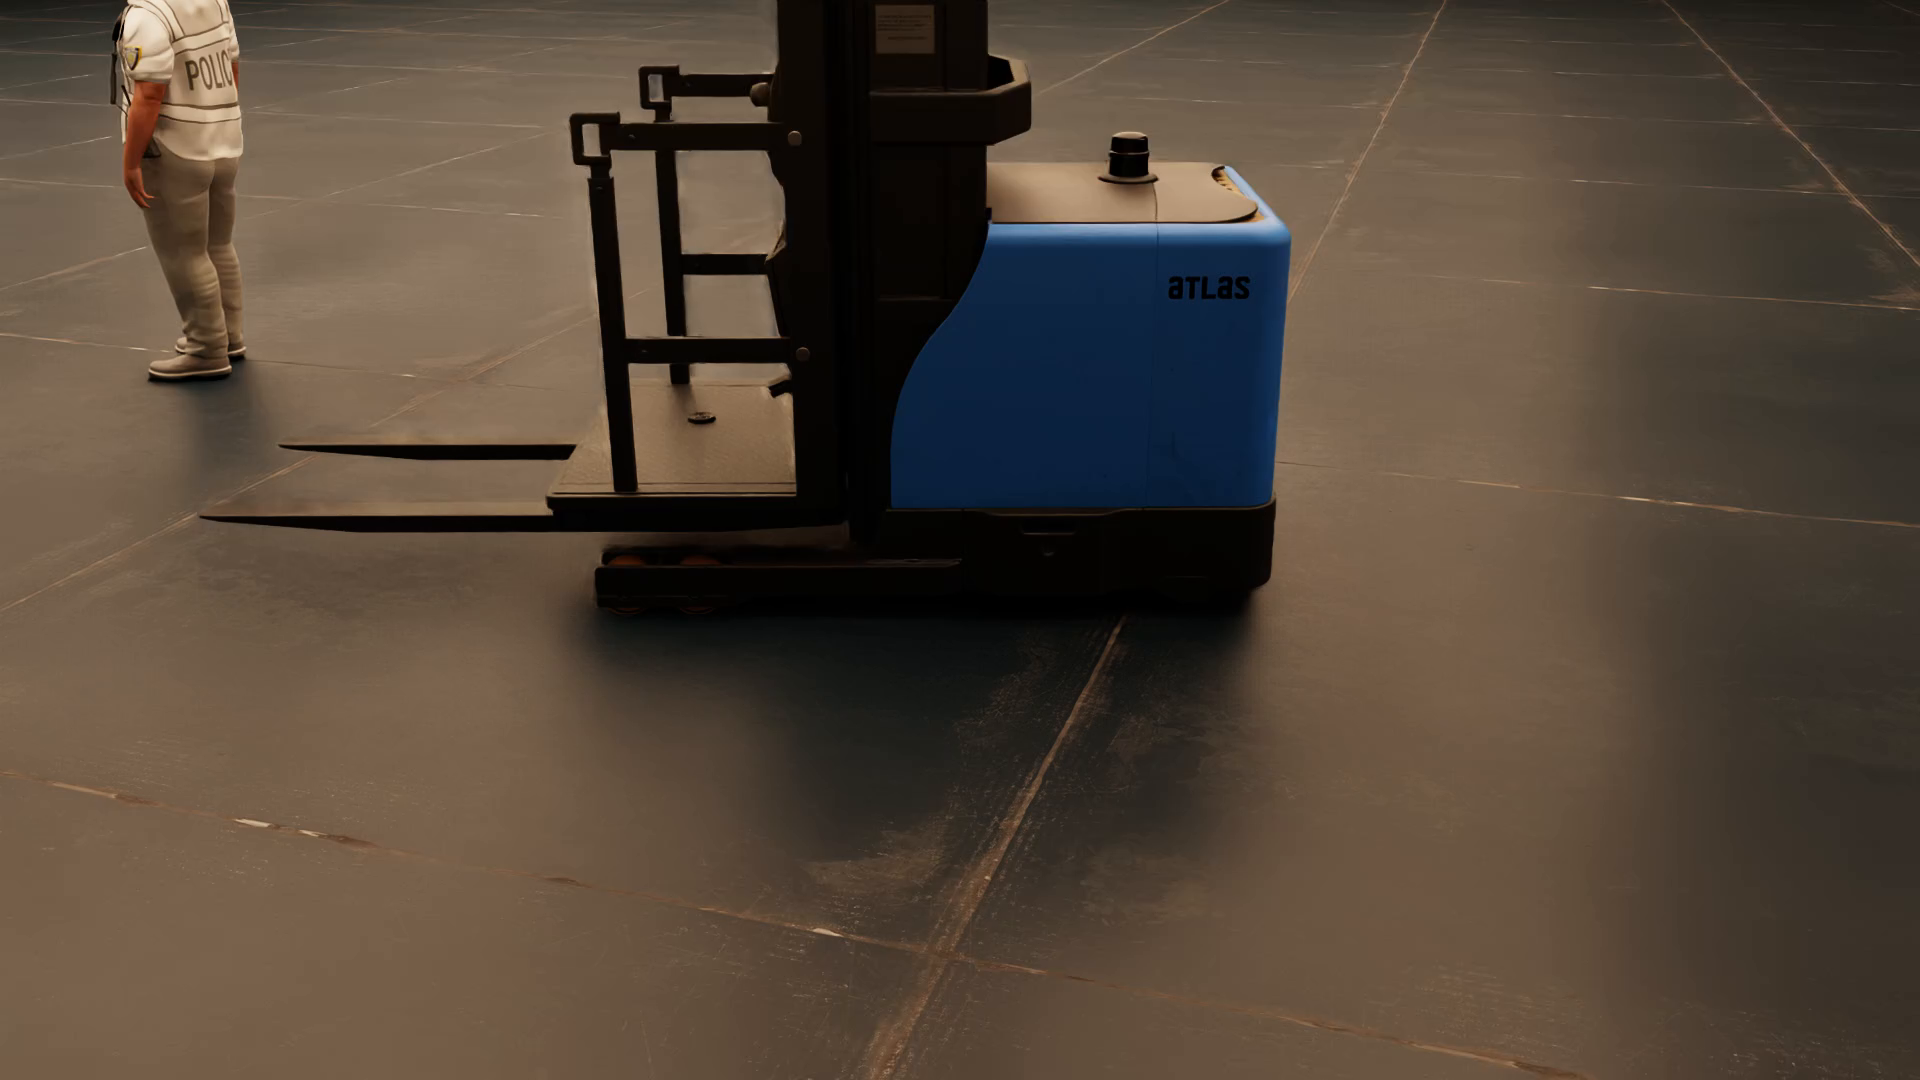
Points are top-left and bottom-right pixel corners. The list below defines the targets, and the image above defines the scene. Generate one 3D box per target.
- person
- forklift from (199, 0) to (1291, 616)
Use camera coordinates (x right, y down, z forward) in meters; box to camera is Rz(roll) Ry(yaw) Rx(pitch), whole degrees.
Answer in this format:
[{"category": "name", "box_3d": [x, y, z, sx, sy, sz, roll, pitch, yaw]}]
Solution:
[{"category": "person", "box_3d": [-3.072, -1.509, 6.427, 0.564, 1.785, 0.629, 4, 23, 9]}, {"category": "forklift", "box_3d": [-0.643, -1.347, 4.543, 3.031, 2.935, 1.130, 0, 22, 0]}]
